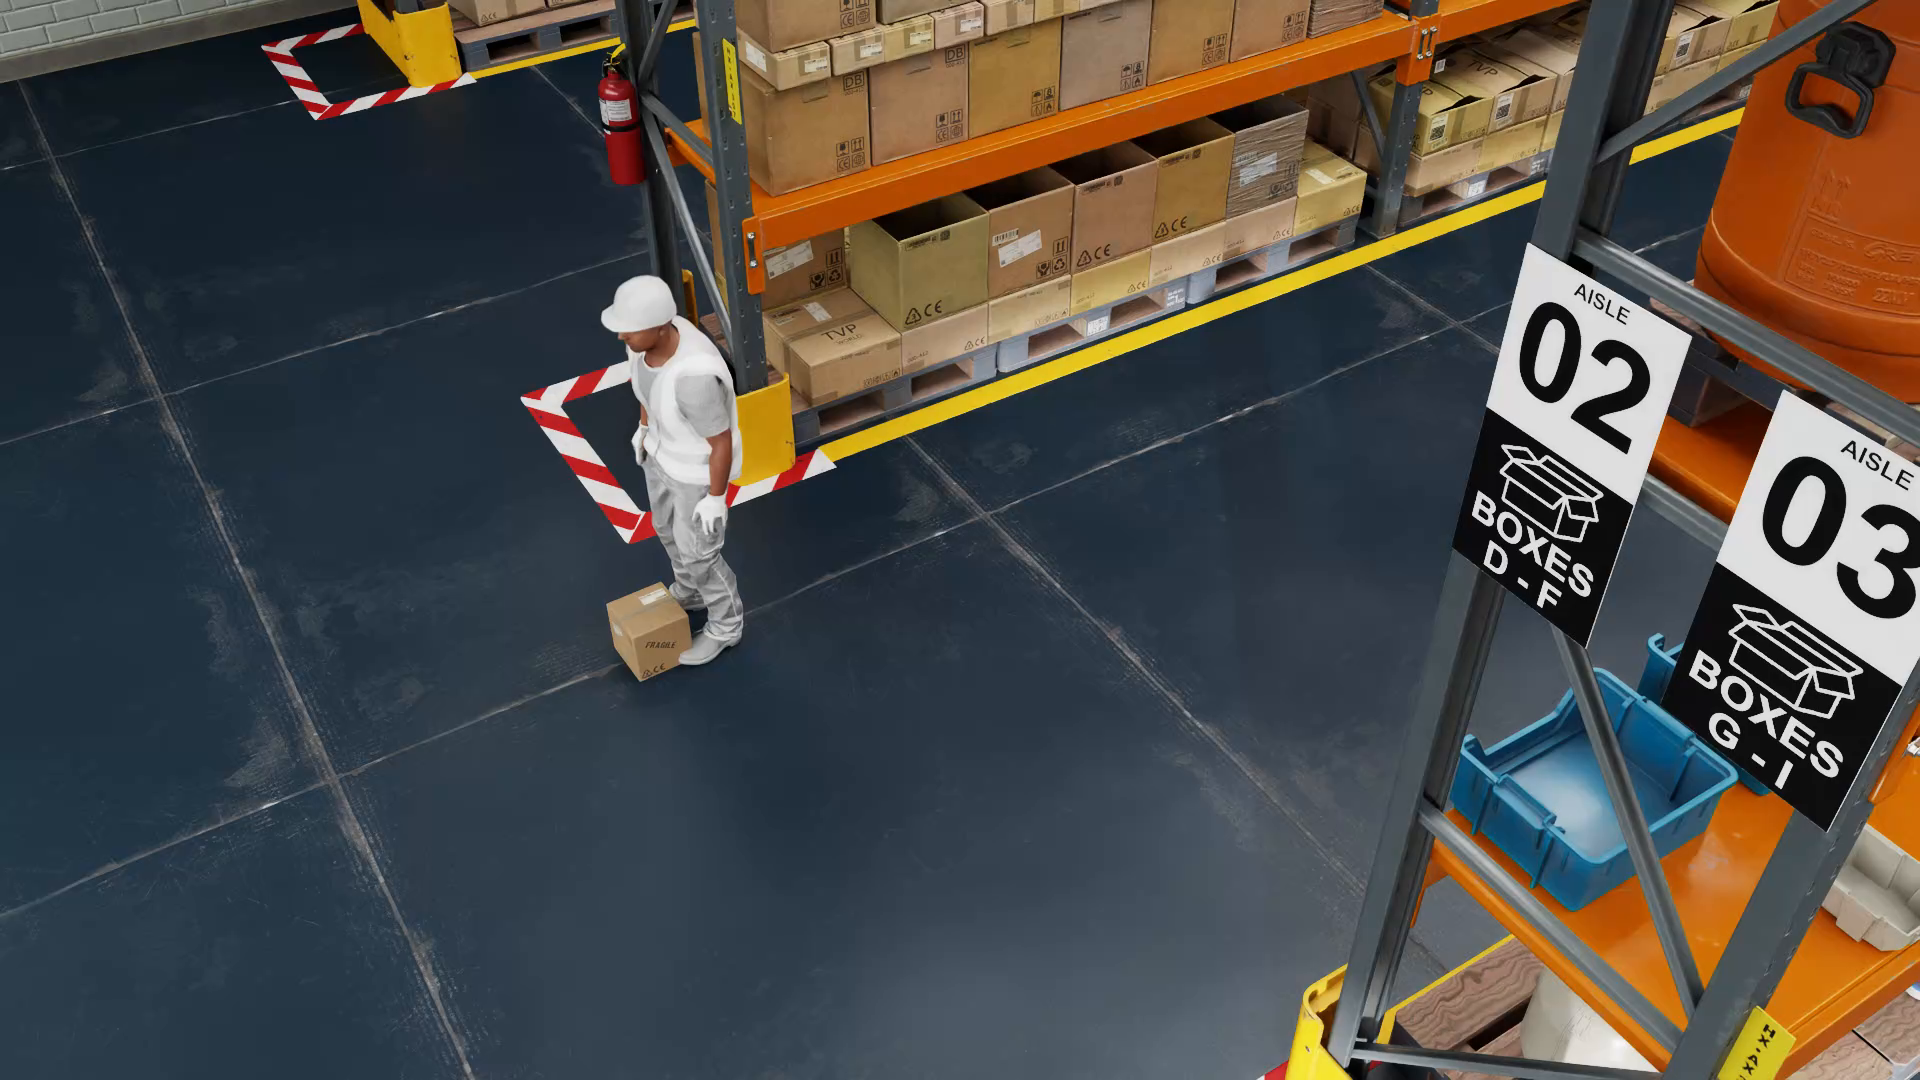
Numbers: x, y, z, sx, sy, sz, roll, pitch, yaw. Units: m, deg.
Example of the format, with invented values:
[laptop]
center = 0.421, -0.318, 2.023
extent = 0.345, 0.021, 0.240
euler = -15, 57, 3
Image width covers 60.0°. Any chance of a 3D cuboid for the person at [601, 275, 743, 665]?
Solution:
[person]
center = -1.091, -0.287, 6.487
extent = 0.452, 1.772, 0.617
euler = -25, 46, -26
